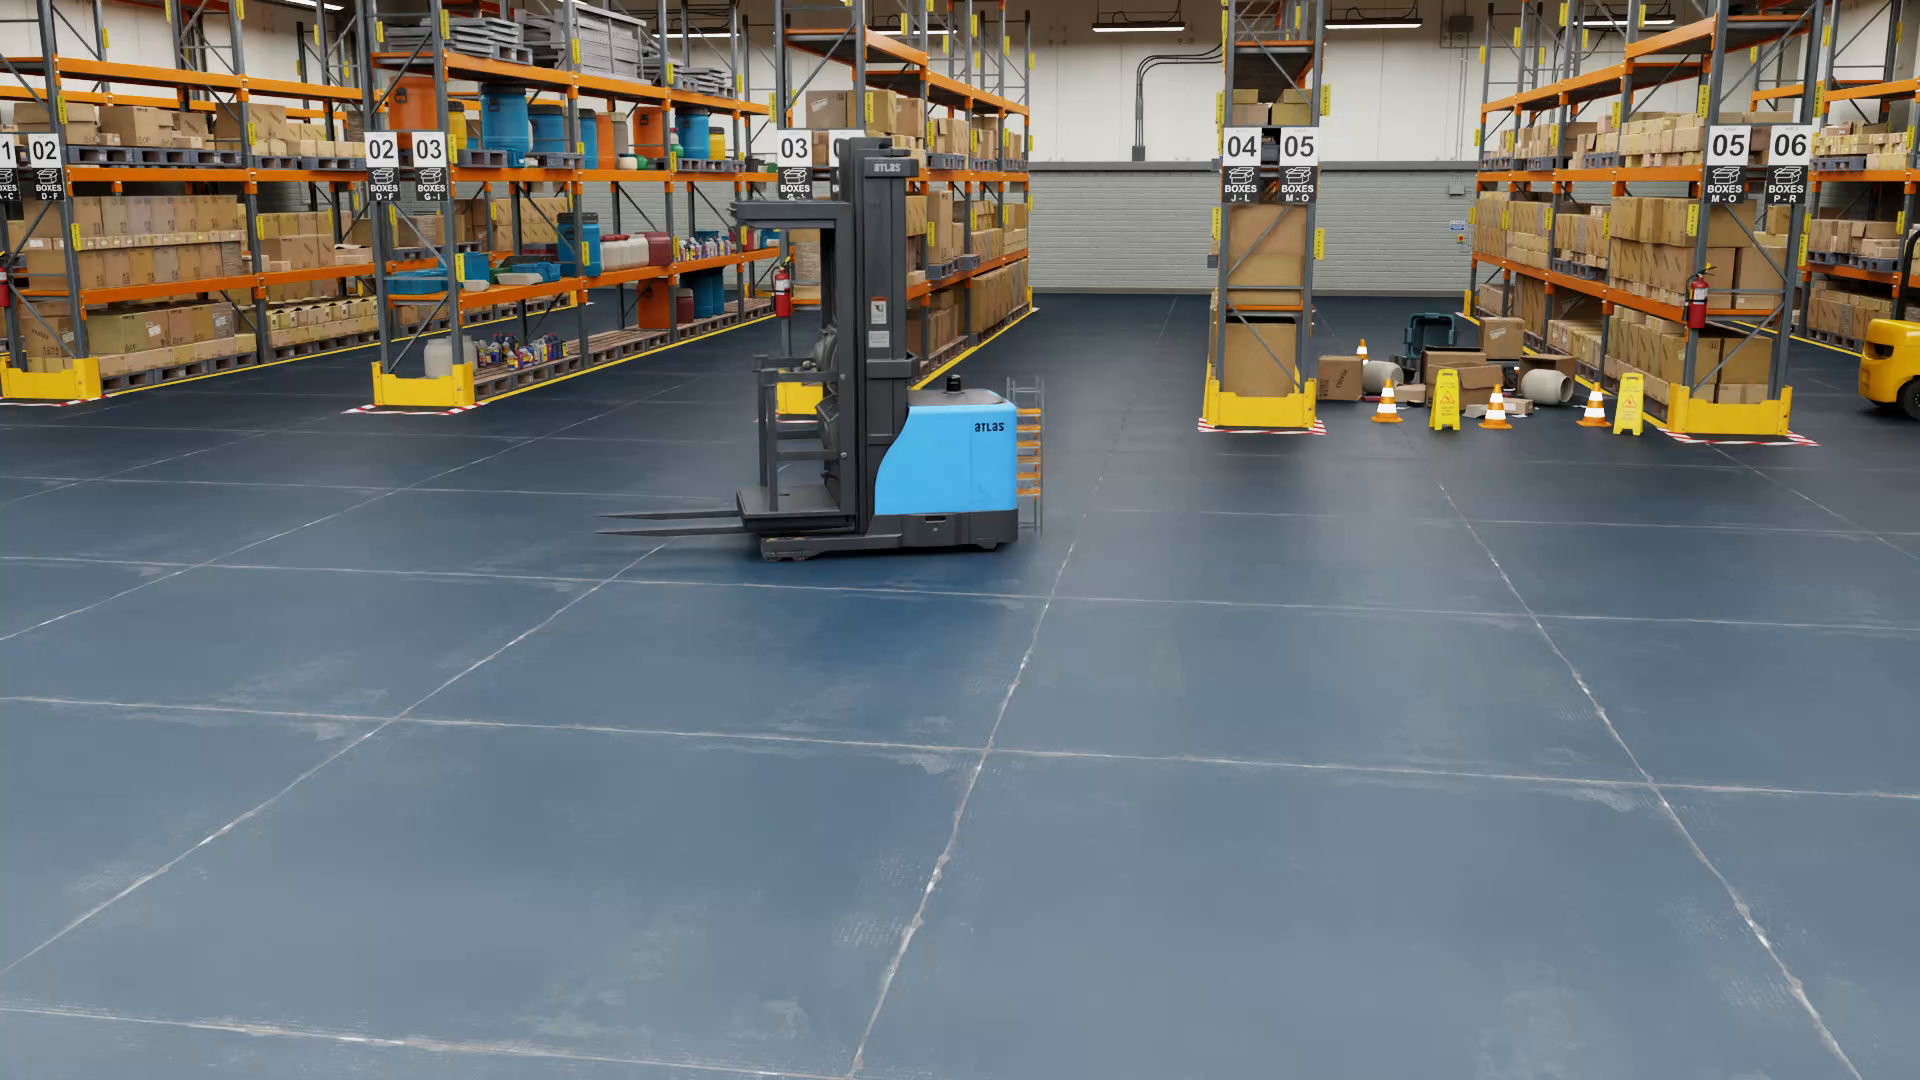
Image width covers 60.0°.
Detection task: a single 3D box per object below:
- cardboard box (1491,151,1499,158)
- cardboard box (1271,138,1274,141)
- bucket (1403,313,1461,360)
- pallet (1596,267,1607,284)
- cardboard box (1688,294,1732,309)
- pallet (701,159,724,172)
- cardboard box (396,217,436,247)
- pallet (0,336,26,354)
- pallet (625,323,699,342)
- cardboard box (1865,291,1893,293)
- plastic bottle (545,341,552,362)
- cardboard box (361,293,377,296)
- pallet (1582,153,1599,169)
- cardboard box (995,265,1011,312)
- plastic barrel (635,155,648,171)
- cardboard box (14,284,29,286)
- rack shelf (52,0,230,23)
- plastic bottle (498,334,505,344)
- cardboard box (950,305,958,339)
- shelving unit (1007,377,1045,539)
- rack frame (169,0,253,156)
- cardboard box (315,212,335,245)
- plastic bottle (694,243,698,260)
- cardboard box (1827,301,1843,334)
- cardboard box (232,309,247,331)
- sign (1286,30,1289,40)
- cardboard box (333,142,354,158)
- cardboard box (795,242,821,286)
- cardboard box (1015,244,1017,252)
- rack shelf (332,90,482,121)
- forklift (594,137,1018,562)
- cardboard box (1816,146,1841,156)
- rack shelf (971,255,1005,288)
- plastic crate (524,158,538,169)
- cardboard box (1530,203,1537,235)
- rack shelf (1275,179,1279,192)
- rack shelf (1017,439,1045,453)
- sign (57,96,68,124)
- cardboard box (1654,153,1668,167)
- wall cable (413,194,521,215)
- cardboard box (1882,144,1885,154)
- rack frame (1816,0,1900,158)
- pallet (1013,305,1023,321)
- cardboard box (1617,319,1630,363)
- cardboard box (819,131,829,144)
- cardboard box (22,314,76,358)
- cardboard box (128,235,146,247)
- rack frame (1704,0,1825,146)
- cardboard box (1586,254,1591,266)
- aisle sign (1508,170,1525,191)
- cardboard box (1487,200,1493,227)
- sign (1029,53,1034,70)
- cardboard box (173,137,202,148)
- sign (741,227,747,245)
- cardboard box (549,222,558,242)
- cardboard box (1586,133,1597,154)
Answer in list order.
[{"bbox_3d":[10.305,-7.326,31.607,0.380,0.149,0.250,2,12,11],"label":"cardboard box"},{"bbox_3d":[4.287,-5.361,22.213,0.258,0.266,0.396,2,12,8],"label":"cardboard box"},{"bbox_3d":[6.205,-2.628,21.730,0.726,0.611,0.620,7,4,28],"label":"bucket"},{"bbox_3d":[9.115,-3.510,22.114,1.003,0.211,1.213,2,12,9],"label":"pallet"},{"bbox_3d":[8.085,-2.578,17.933,0.380,0.149,0.250,2,12,11],"label":"cardboard box"},{"bbox_3d":[-4.797,-6.567,29.175,1.003,0.211,1.213,2,12,9],"label":"pallet"},{"bbox_3d":[-9.796,-5.498,29.649,0.700,0.500,0.500,4,13,19],"label":"cardboard box"},{"bbox_3d":[-15.503,-3.050,26.147,1.003,0.211,1.213,2,12,9],"label":"pallet"},{"bbox_3d":[-5.137,-3.565,28.537,1.003,0.211,1.213,2,12,9],"label":"pallet"},{"bbox_3d":[15.141,-4.009,27.371,0.380,0.149,0.250,1,12,6],"label":"cardboard box"},{"bbox_3d":[-5.660,-2.599,22.837,0.061,0.283,0.133,3,12,12],"label":"plastic bottle"},{"bbox_3d":[-10.199,-4.120,29.379,0.500,0.500,0.500,2,12,11],"label":"cardboard box"},{"bbox_3d":[9.211,-5.165,22.663,1.213,0.211,1.003,2,12,9],"label":"pallet"},{"bbox_3d":[0.473,-4.737,31.399,0.875,0.875,0.875,2,12,9],"label":"cardboard box"},{"bbox_3d":[-5.204,-6.101,26.929,0.294,0.245,0.294,0,12,0],"label":"plastic barrel"},{"bbox_3d":[-15.289,-4.068,27.361,0.500,0.250,0.500,2,12,8],"label":"cardboard box"},{"bbox_3d":[-14.698,-9.706,29.990,1.077,0.370,4.000,2,12,9],"label":"rack shelf"},{"bbox_3d":[-6.366,-2.696,23.127,0.144,0.351,0.185,2,12,10],"label":"plastic bottle"},{"bbox_3d":[-0.406,-3.456,26.297,0.700,0.500,0.500,1,12,6],"label":"cardboard box"},{"bbox_3d":[0.487,-0.615,12.497,0.258,1.200,0.189,-3,12,-12],"label":"shelving unit"},{"bbox_3d":[-10.726,-7.024,23.728,1.000,3.000,0.127,2,12,9],"label":"rack frame"},{"bbox_3d":[-13.945,-6.638,35.462,0.980,0.700,0.700,2,12,8],"label":"cardboard box"},{"bbox_3d":[-4.608,-5.025,28.966,0.061,0.283,0.133,2,12,9],"label":"plastic bottle"},{"bbox_3d":[14.540,-3.629,27.150,0.500,0.500,0.500,2,12,7],"label":"cardboard box"},{"bbox_3d":[-10.947,-3.321,24.981,0.500,0.311,0.500,2,12,9],"label":"cardboard box"},{"bbox_3d":[5.727,-8.704,28.926,0.100,0.325,0.005,2,12,9],"label":"sign"},{"bbox_3d":[-10.188,-6.317,26.923,0.500,0.250,0.500,2,12,10],"label":"cardboard box"},{"bbox_3d":[-1.441,-3.245,19.488,0.875,0.500,0.500,2,12,9],"label":"cardboard box"},{"bbox_3d":[0.905,-5.688,32.362,0.380,0.149,0.250,2,12,7],"label":"cardboard box"},{"bbox_3d":[-9.803,-7.726,29.641,1.077,0.370,4.000,2,12,9],"label":"rack shelf"},{"bbox_3d":[-1.144,-1.397,12.020,3.031,2.935,1.130,-2,12,-10],"label":"forklift"},{"bbox_3d":[14.551,-6.503,27.789,0.380,0.149,0.250,2,12,10],"label":"cardboard box"},{"bbox_3d":[-0.015,-4.667,28.738,1.077,0.370,4.000,2,12,9],"label":"rack shelf"},{"bbox_3d":[-5.679,-4.921,21.712,0.243,0.136,0.396,2,12,9],"label":"plastic crate"},{"bbox_3d":[9.444,-5.146,26.639,0.500,0.500,0.500,2,12,9],"label":"cardboard box"},{"bbox_3d":[4.870,-5.952,27.579,1.077,0.370,4.000,2,12,9],"label":"rack shelf"},{"bbox_3d":[0.487,-0.688,12.481,0.258,0.103,0.180,-3,12,-12],"label":"rack shelf"},{"bbox_3d":[-10.794,-5.172,19.991,0.100,0.325,0.005,2,12,9],"label":"sign"},{"bbox_3d":[8.210,-4.364,19.101,0.380,0.149,0.250,2,12,8],"label":"cardboard box"},{"bbox_3d":[-12.553,-9.330,41.797,3.097,2.526,0.112,2,12,9],"label":"wall cable"},{"bbox_3d":[14.399,-6.002,25.512,0.380,0.149,0.250,2,12,9],"label":"cardboard box"},{"bbox_3d":[14.990,-7.887,27.730,1.000,3.000,0.127,2,12,9],"label":"rack frame"},{"bbox_3d":[0.672,-4.483,32.793,1.003,0.211,1.213,2,12,9],"label":"pallet"},{"bbox_3d":[8.426,-2.451,20.495,0.500,0.500,0.500,2,12,11],"label":"cardboard box"},{"bbox_3d":[-1.663,-4.644,19.210,0.380,0.149,0.250,1,12,7],"label":"cardboard box"},{"bbox_3d":[-11.553,-2.608,21.225,0.500,0.500,0.500,2,12,9],"label":"cardboard box"},{"bbox_3d":[-10.911,-3.915,21.761,0.380,0.149,0.250,1,12,7],"label":"cardboard box"},{"bbox_3d":[8.239,-5.549,16.881,1.000,3.000,0.127,2,12,9],"label":"rack frame"},{"bbox_3d":[8.758,-3.810,22.651,0.380,0.149,0.250,2,12,9],"label":"cardboard box"},{"bbox_3d":[11.017,-7.223,32.717,0.394,0.787,0.004,2,12,9],"label":"aisle sign"},{"bbox_3d":[10.125,-6.075,30.951,0.500,0.500,0.500,2,12,9],"label":"cardboard box"},{"bbox_3d":[1.442,-9.675,33.624,0.100,0.325,0.005,2,12,9],"label":"sign"},{"bbox_3d":[-10.641,-5.449,22.805,0.380,0.149,0.250,2,12,9],"label":"cardboard box"},{"bbox_3d":[-4.058,-5.713,31.225,0.100,0.325,0.005,2,12,9],"label":"sign"},{"bbox_3d":[-8.757,-6.428,34.965,0.500,0.500,0.500,2,12,9],"label":"cardboard box"},{"bbox_3d":[9.263,-5.480,23.436,0.797,0.503,0.637,2,12,9],"label":"cardboard box"}]
